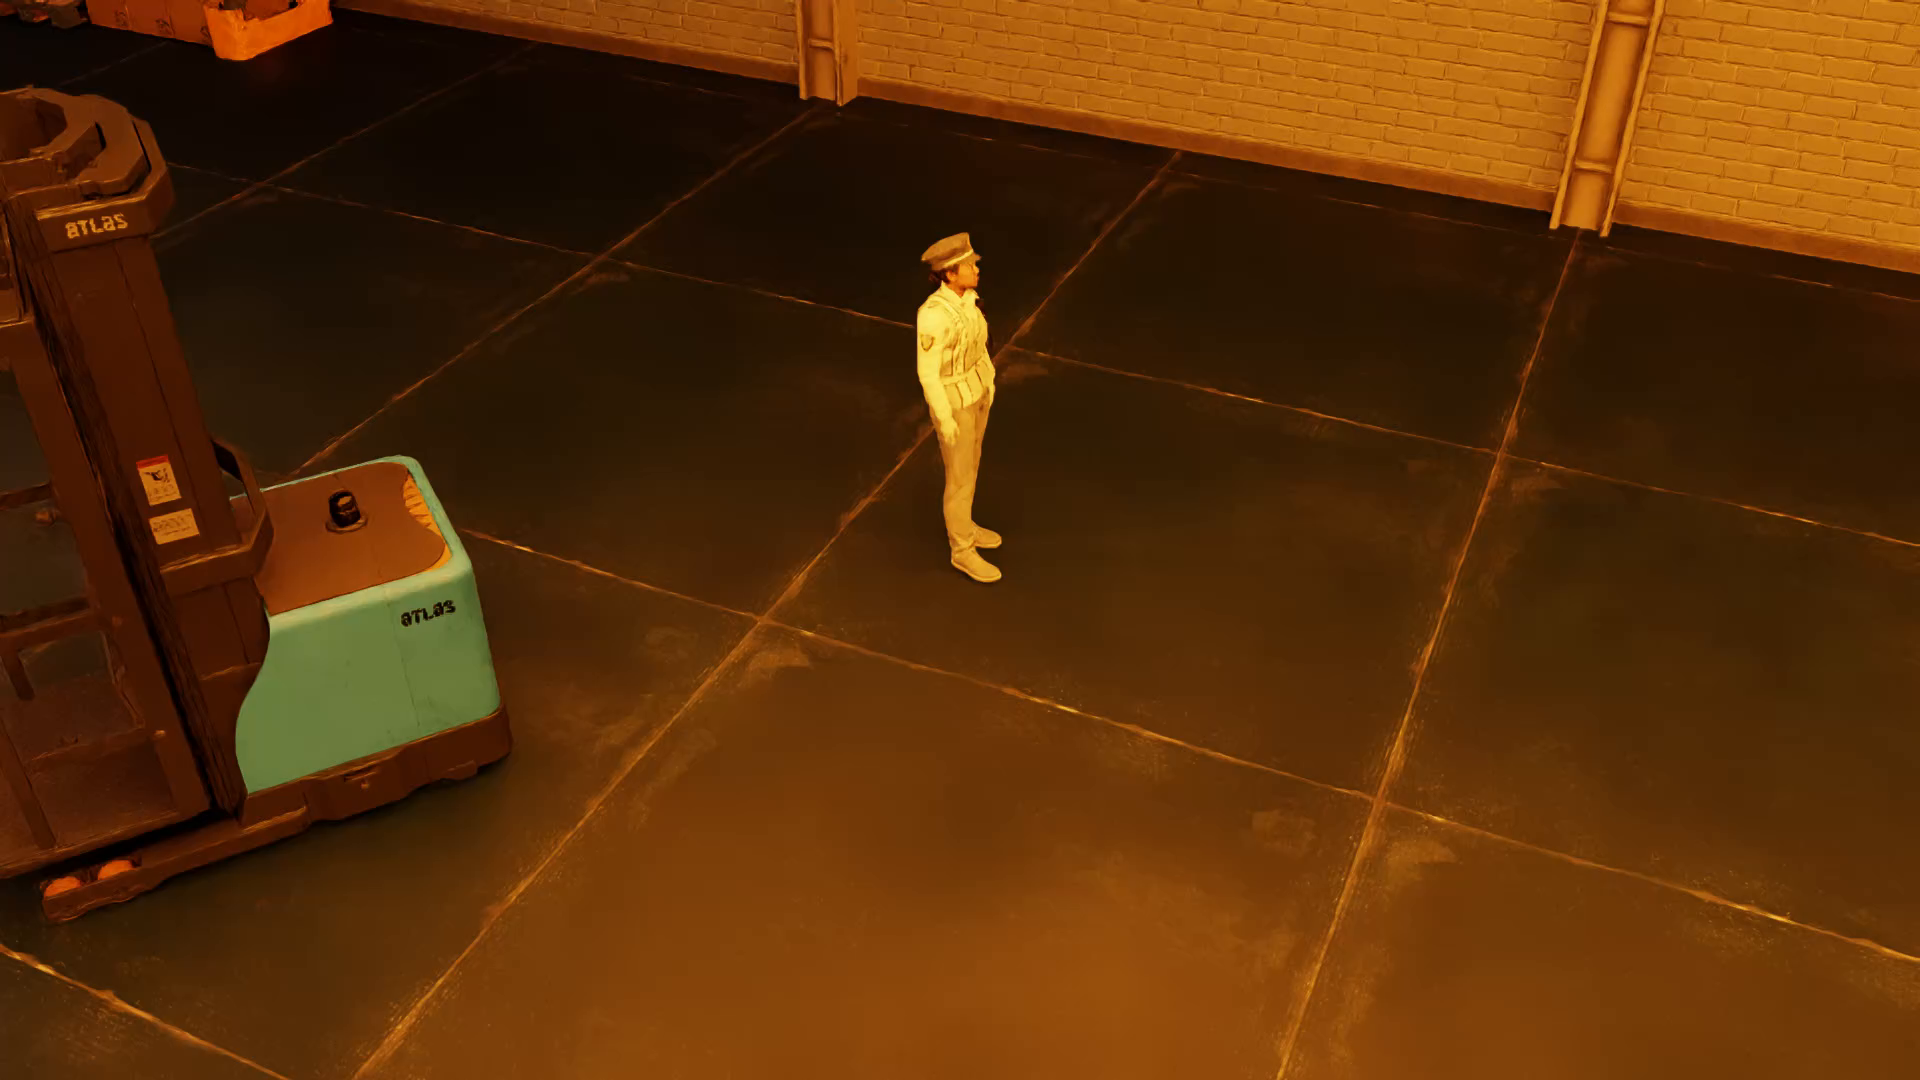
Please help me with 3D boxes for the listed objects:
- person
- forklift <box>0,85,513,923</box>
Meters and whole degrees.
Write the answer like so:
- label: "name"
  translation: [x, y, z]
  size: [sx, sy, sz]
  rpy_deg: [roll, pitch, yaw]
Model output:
- label: "person"
  translation: [0.059, -0.675, 8.087]
  size: [0.532, 1.692, 0.586]
  rpy_deg: [15, 38, 20]
- label: "forklift"
  translation: [-3.489, -0.057, 6.166]
  size: [3.031, 2.935, 1.130]
  rpy_deg: [-18, 39, -23]
